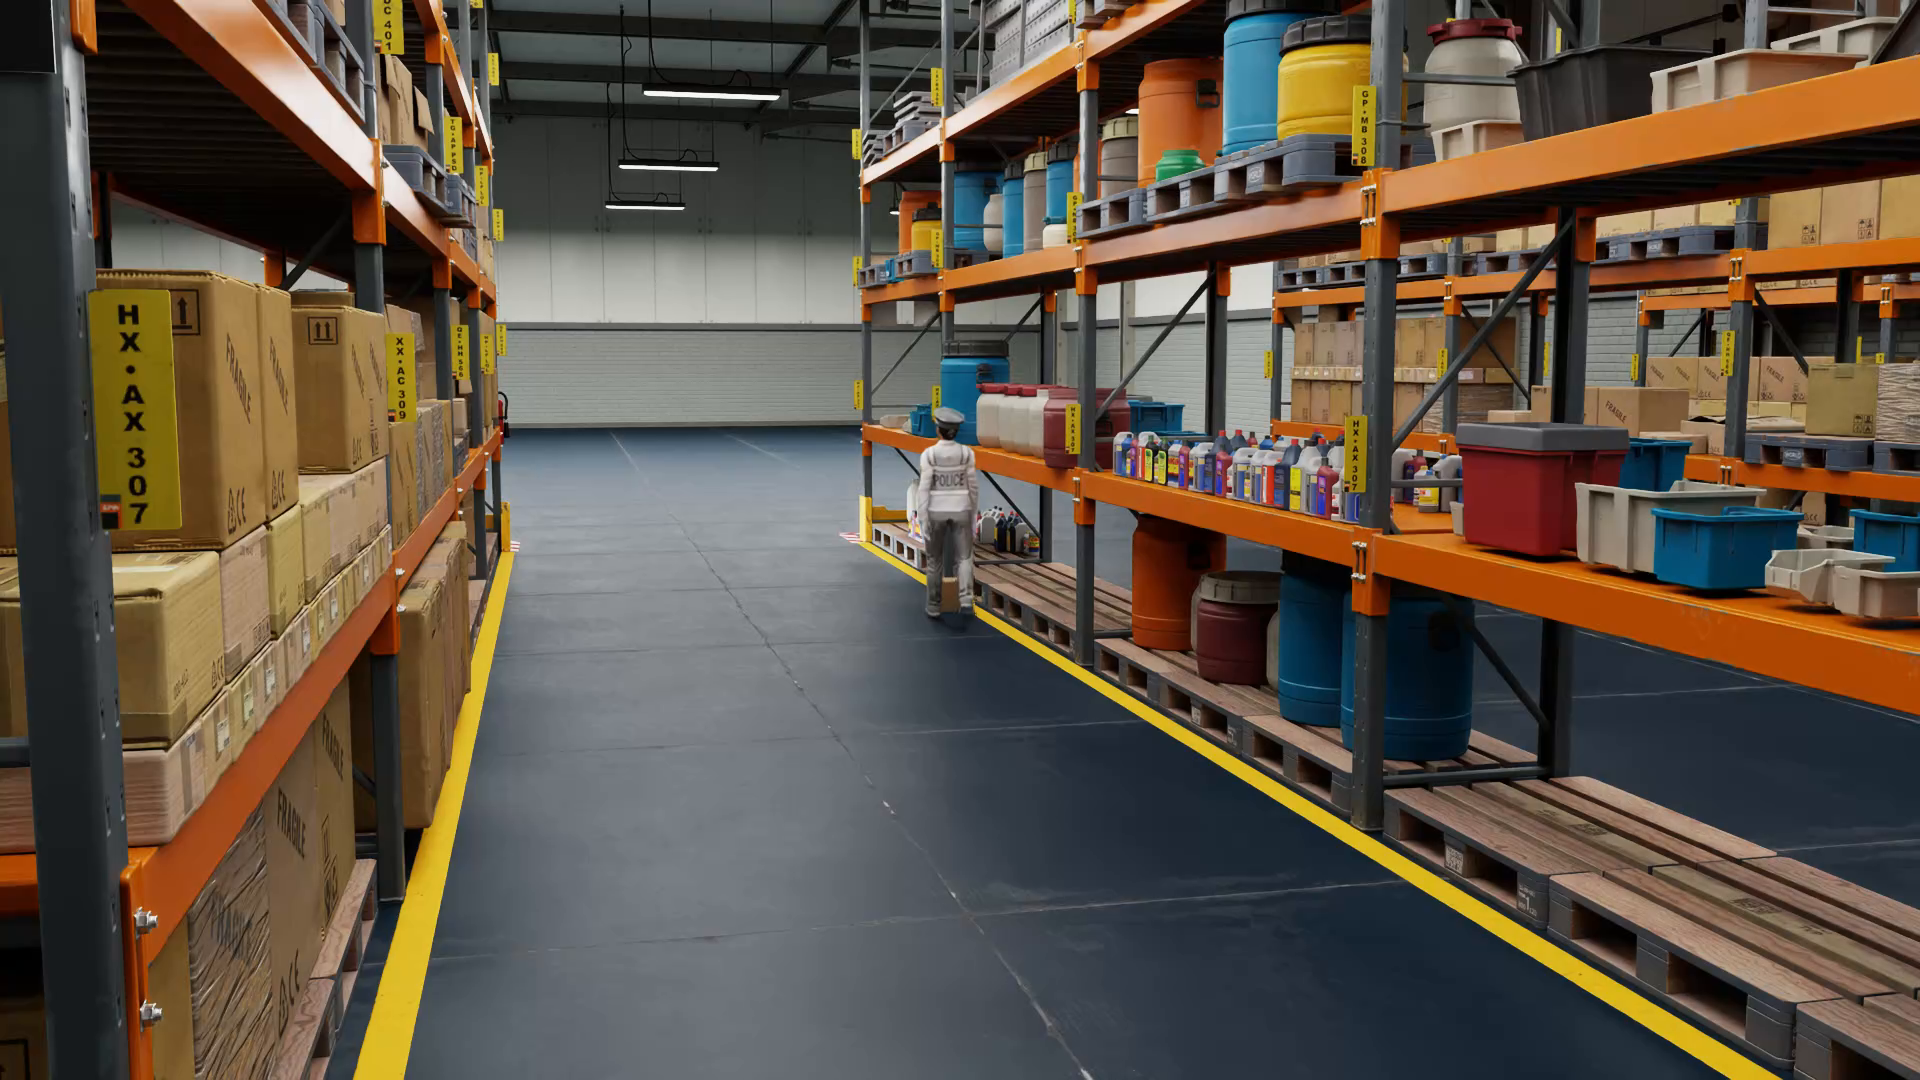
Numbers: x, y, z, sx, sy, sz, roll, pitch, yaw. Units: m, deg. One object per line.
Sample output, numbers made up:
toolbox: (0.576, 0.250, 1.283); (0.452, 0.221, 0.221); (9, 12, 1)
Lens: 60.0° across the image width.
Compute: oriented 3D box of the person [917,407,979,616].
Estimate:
person: (-0.095, -0.206, 12.877); (0.481, 1.653, 0.843); (0, 6, -3)
